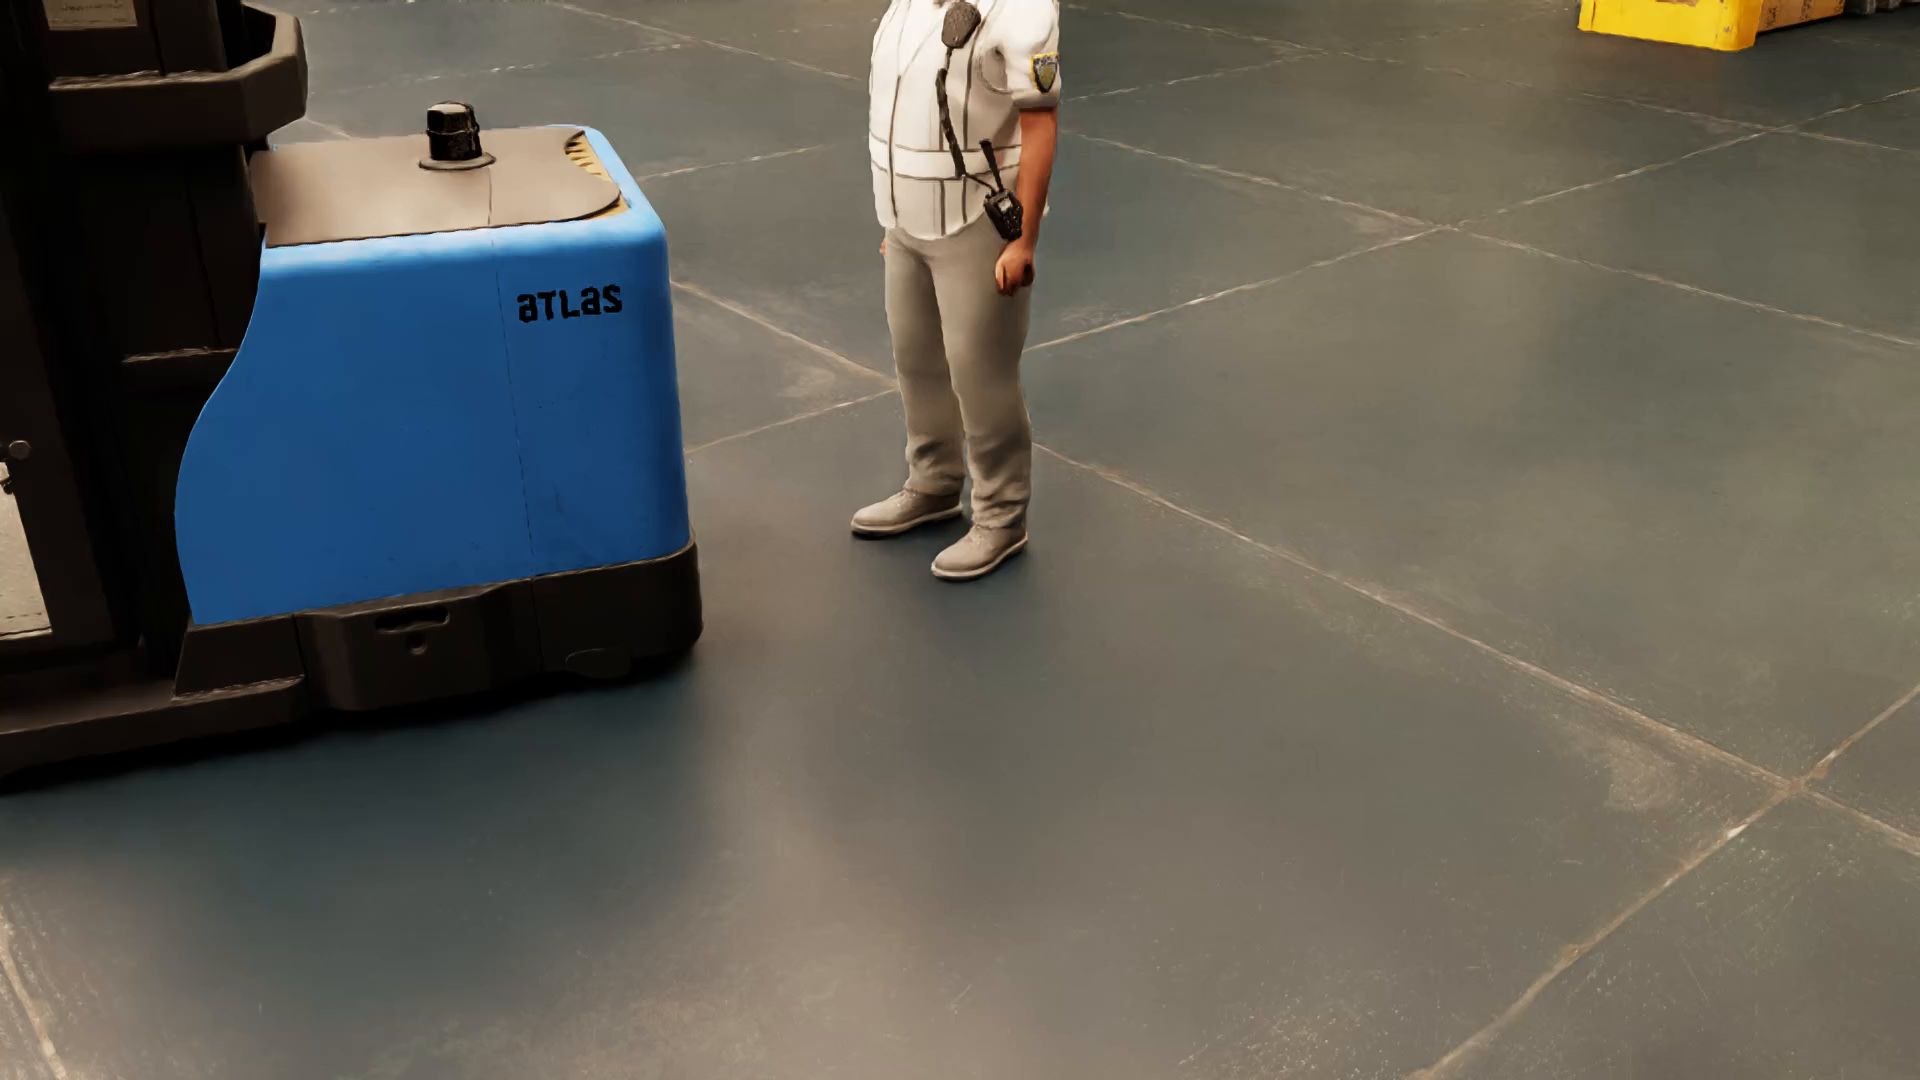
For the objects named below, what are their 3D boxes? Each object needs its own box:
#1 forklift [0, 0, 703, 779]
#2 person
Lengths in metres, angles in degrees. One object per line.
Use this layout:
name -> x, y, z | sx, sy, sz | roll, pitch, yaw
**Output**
forklift -> -2.179, -1.005, 3.229 | 3.031, 2.935, 1.130 | -9, 28, -17
person -> -0.012, -0.788, 4.098 | 0.396, 1.773, 0.523 | -20, 33, -35
